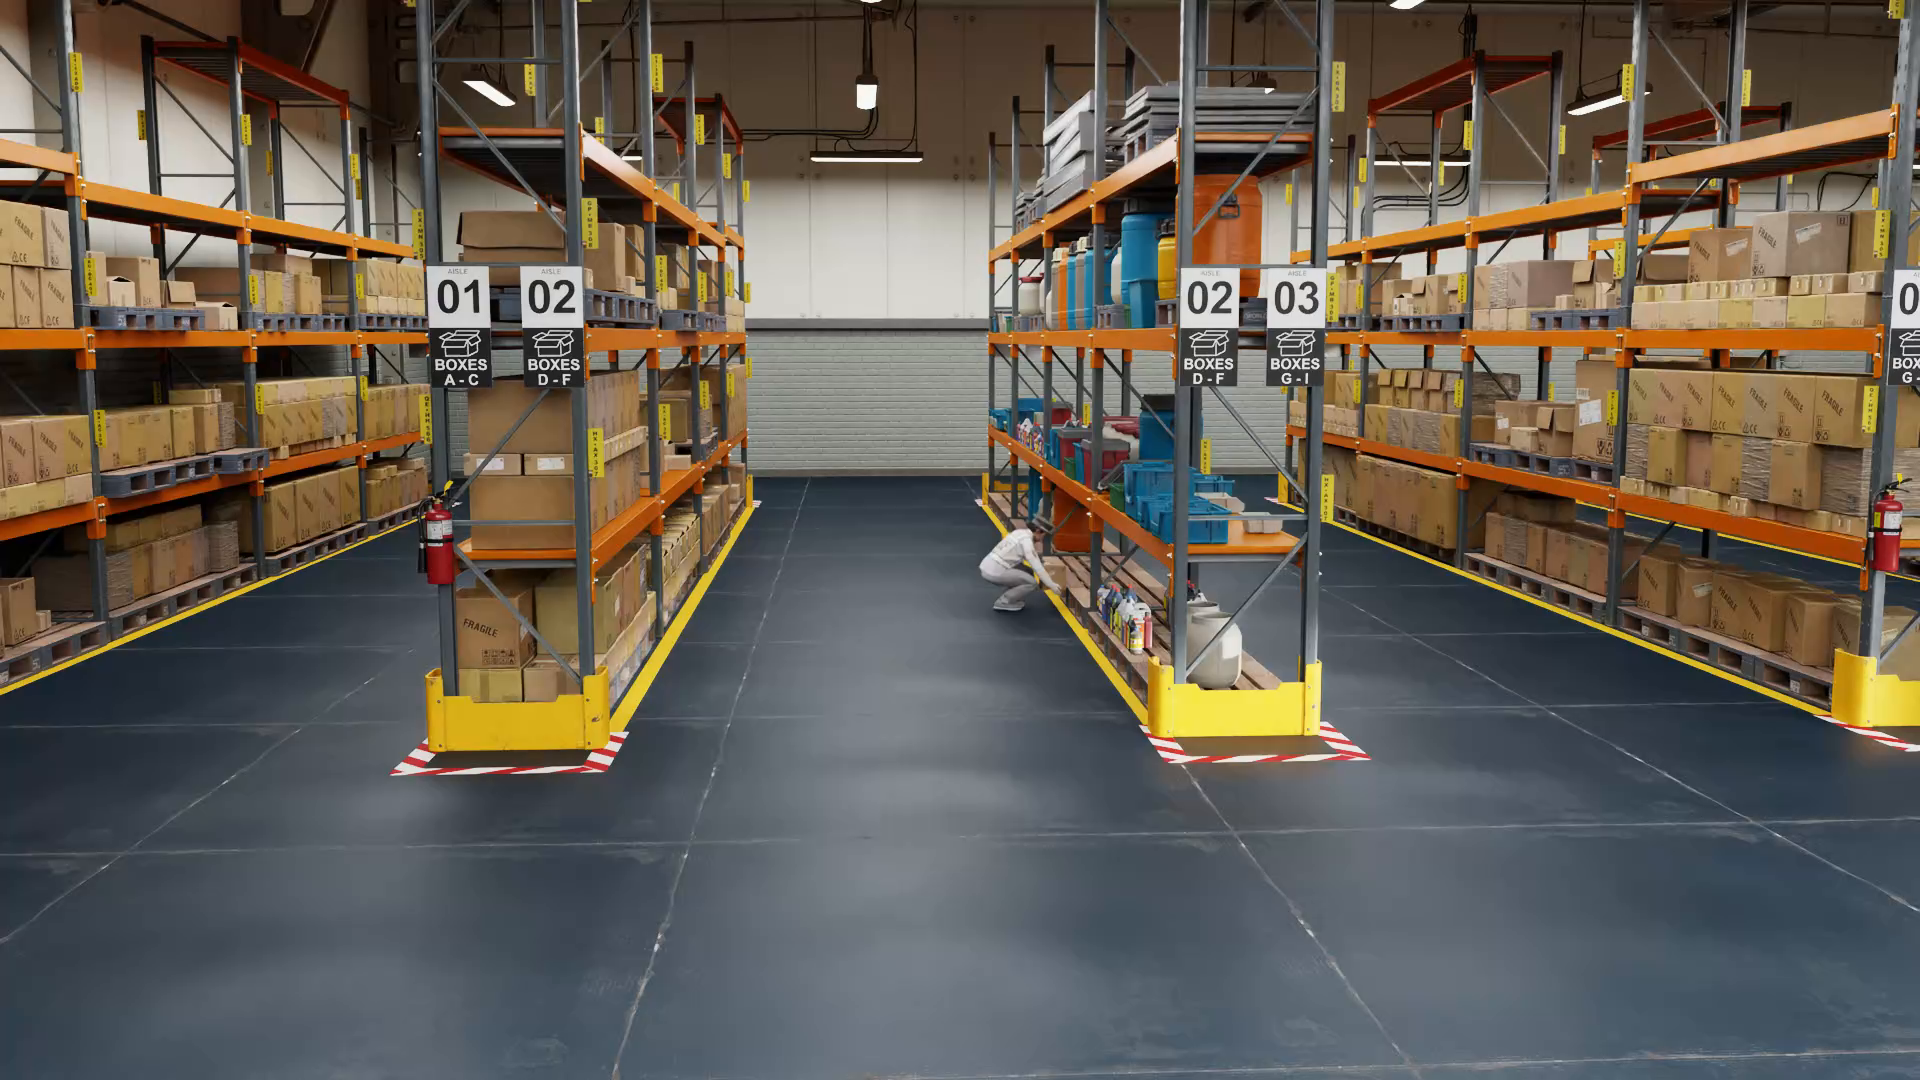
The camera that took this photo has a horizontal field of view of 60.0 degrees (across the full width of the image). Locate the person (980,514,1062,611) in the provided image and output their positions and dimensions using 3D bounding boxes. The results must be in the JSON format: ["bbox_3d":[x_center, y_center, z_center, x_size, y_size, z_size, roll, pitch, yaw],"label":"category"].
[{"bbox_3d":[0.610,0.226,16.845,0.819,0.965,0.497,0,7,-4],"label":"person"}]
